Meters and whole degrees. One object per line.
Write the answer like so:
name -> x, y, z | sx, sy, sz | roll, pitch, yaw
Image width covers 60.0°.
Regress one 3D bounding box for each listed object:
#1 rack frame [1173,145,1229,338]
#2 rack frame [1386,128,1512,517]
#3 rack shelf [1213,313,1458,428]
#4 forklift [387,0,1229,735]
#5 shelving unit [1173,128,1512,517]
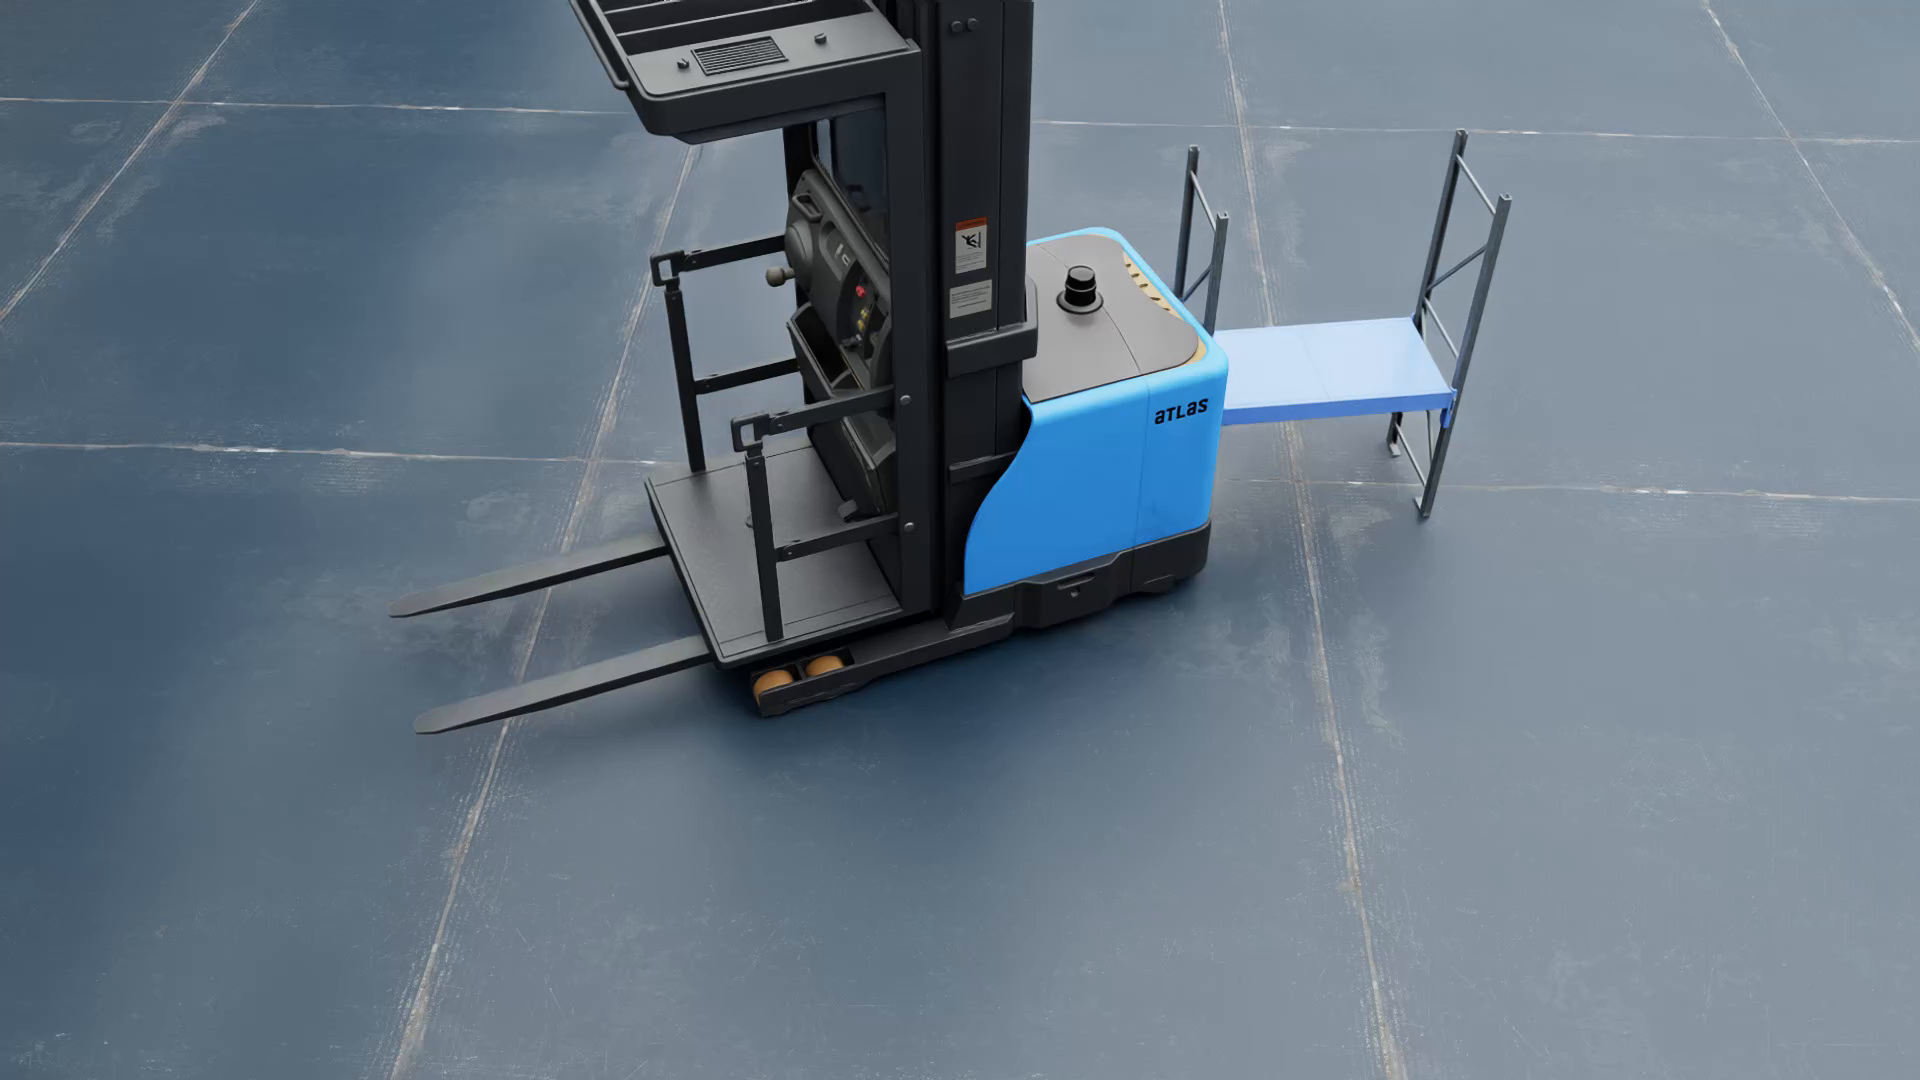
rack frame -> 0.885, -0.732, 6.436 | 0.032, 1.500, 0.500 | -5, 43, -5
rack frame -> 1.894, -0.815, 6.524 | 0.032, 1.500, 0.500 | -5, 43, -5
rack shelf -> 1.389, -0.642, 6.603 | 1.000, 0.185, 0.538 | -5, 43, -5
forklift -> -0.596, -0.847, 5.508 | 3.031, 2.935, 1.130 | -16, 45, -16
shelving unit -> 1.389, -0.773, 6.480 | 1.048, 1.500, 0.538 | -5, 43, -5
